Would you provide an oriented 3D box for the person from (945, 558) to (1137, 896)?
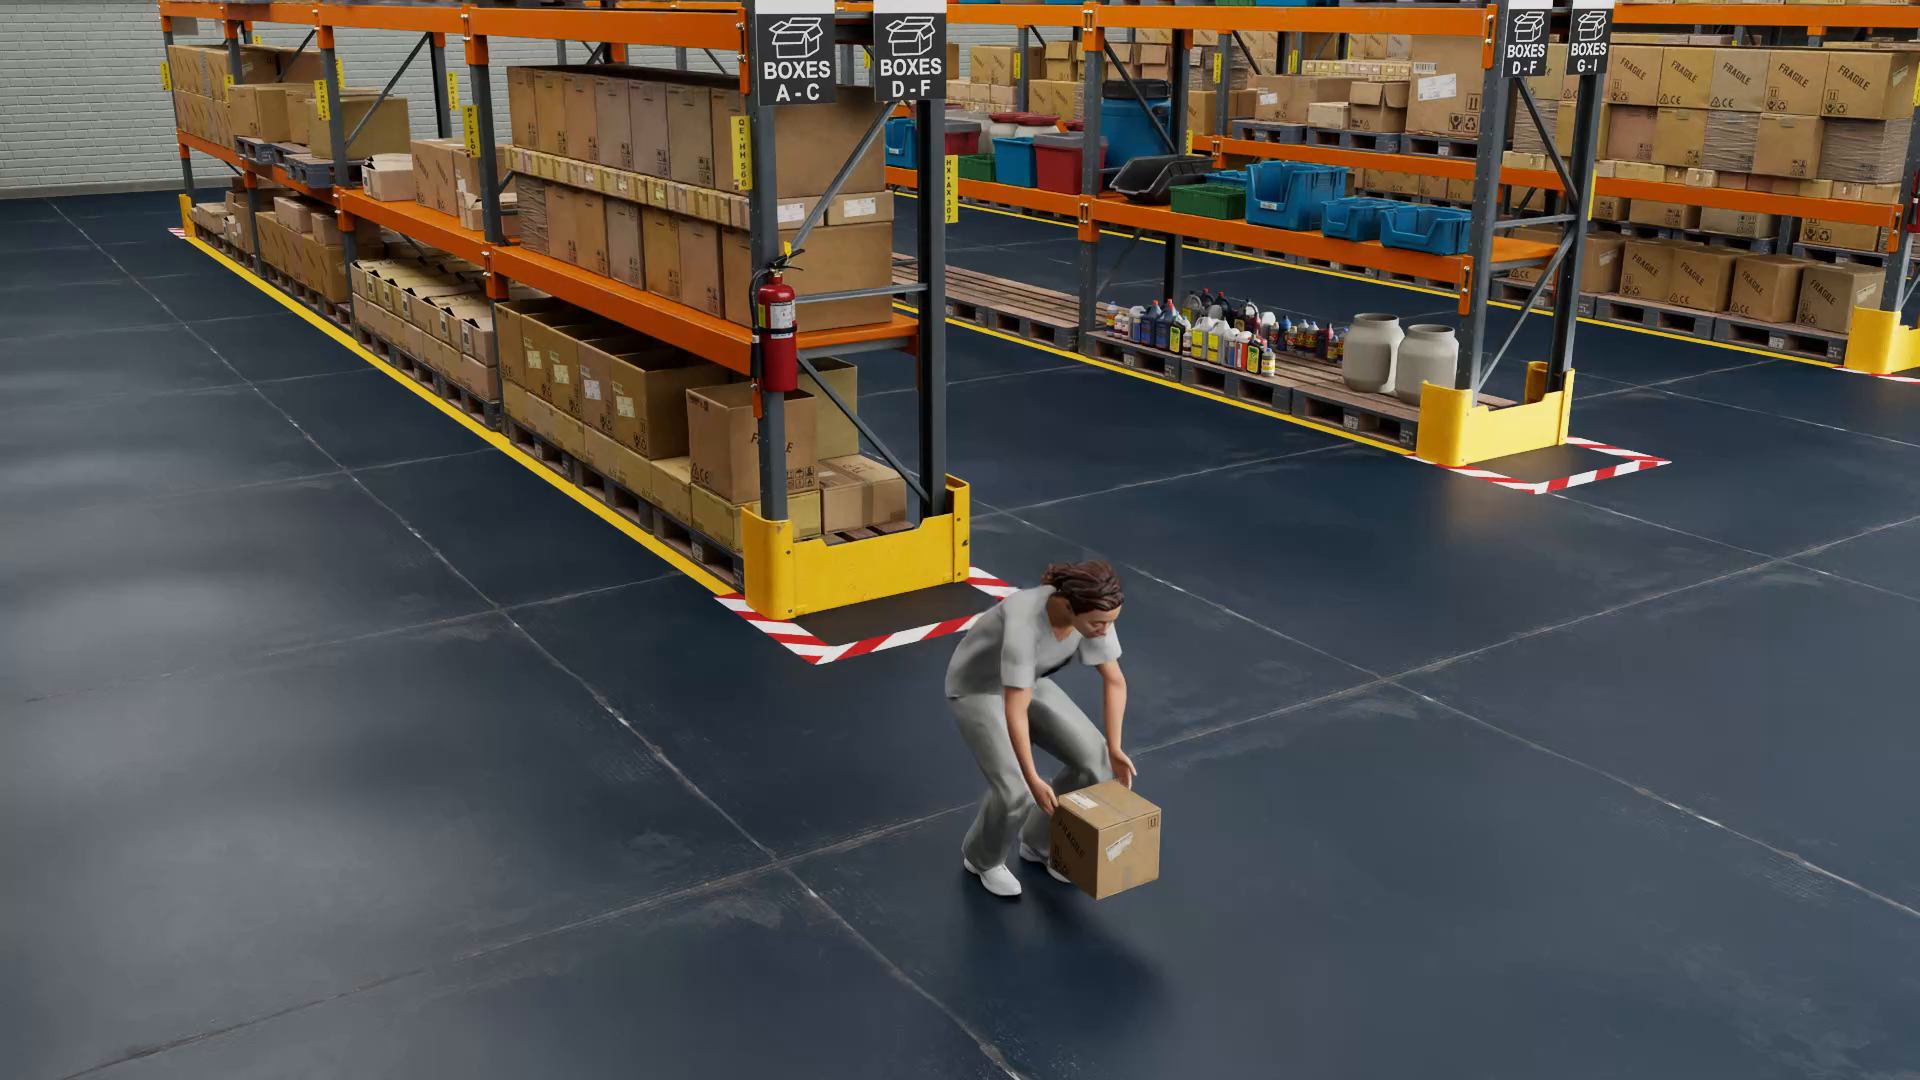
[{"bbox_3d":[0.271,0.578,5.530,0.496,1.221,0.716,-12,21,-31],"label":"person"}]
